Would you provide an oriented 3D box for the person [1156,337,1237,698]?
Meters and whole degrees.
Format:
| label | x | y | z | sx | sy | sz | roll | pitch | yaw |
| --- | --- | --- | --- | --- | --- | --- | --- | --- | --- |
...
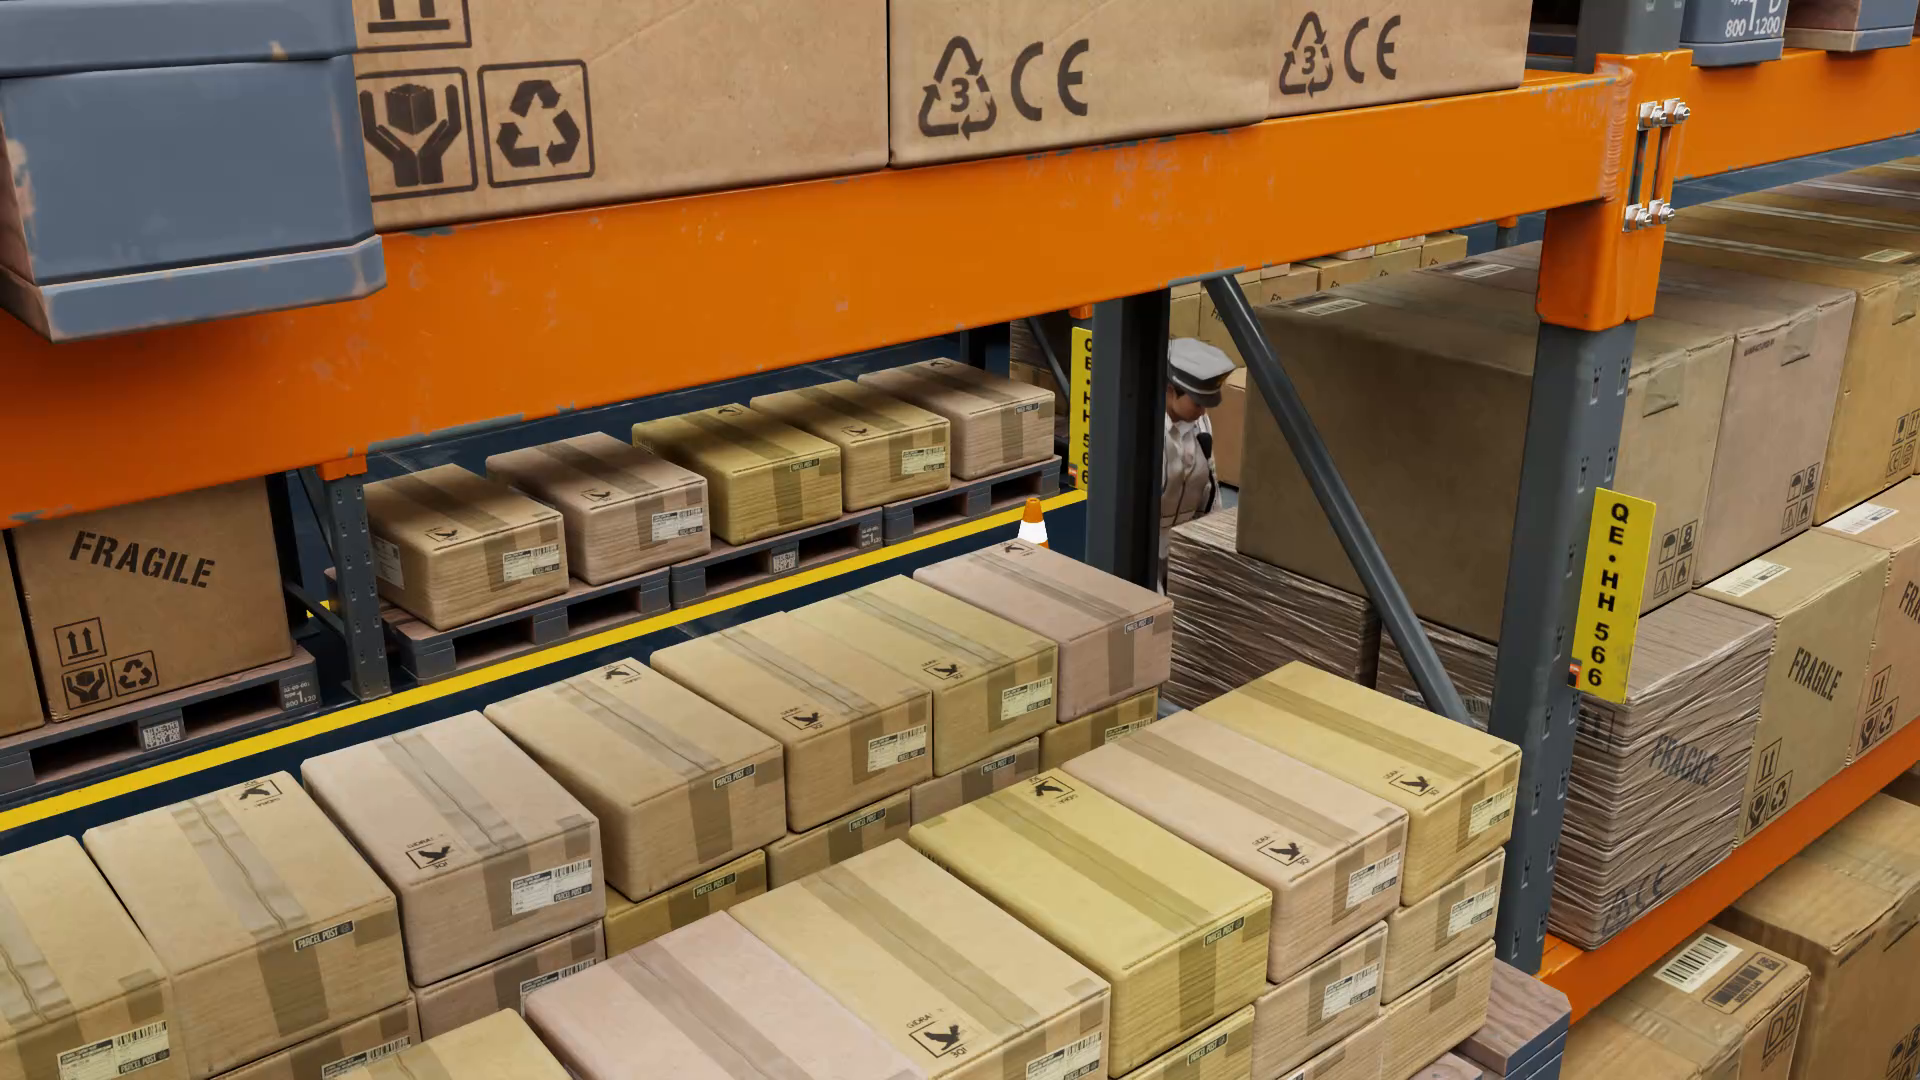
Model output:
| label | x | y | z | sx | sy | sz | roll | pitch | yaw |
| --- | --- | --- | --- | --- | --- | --- | --- | --- | --- |
| person | 0.736 | 0.077 | 5.955 | 0.500 | 1.626 | 0.446 | -16 | 26 | -36 |
